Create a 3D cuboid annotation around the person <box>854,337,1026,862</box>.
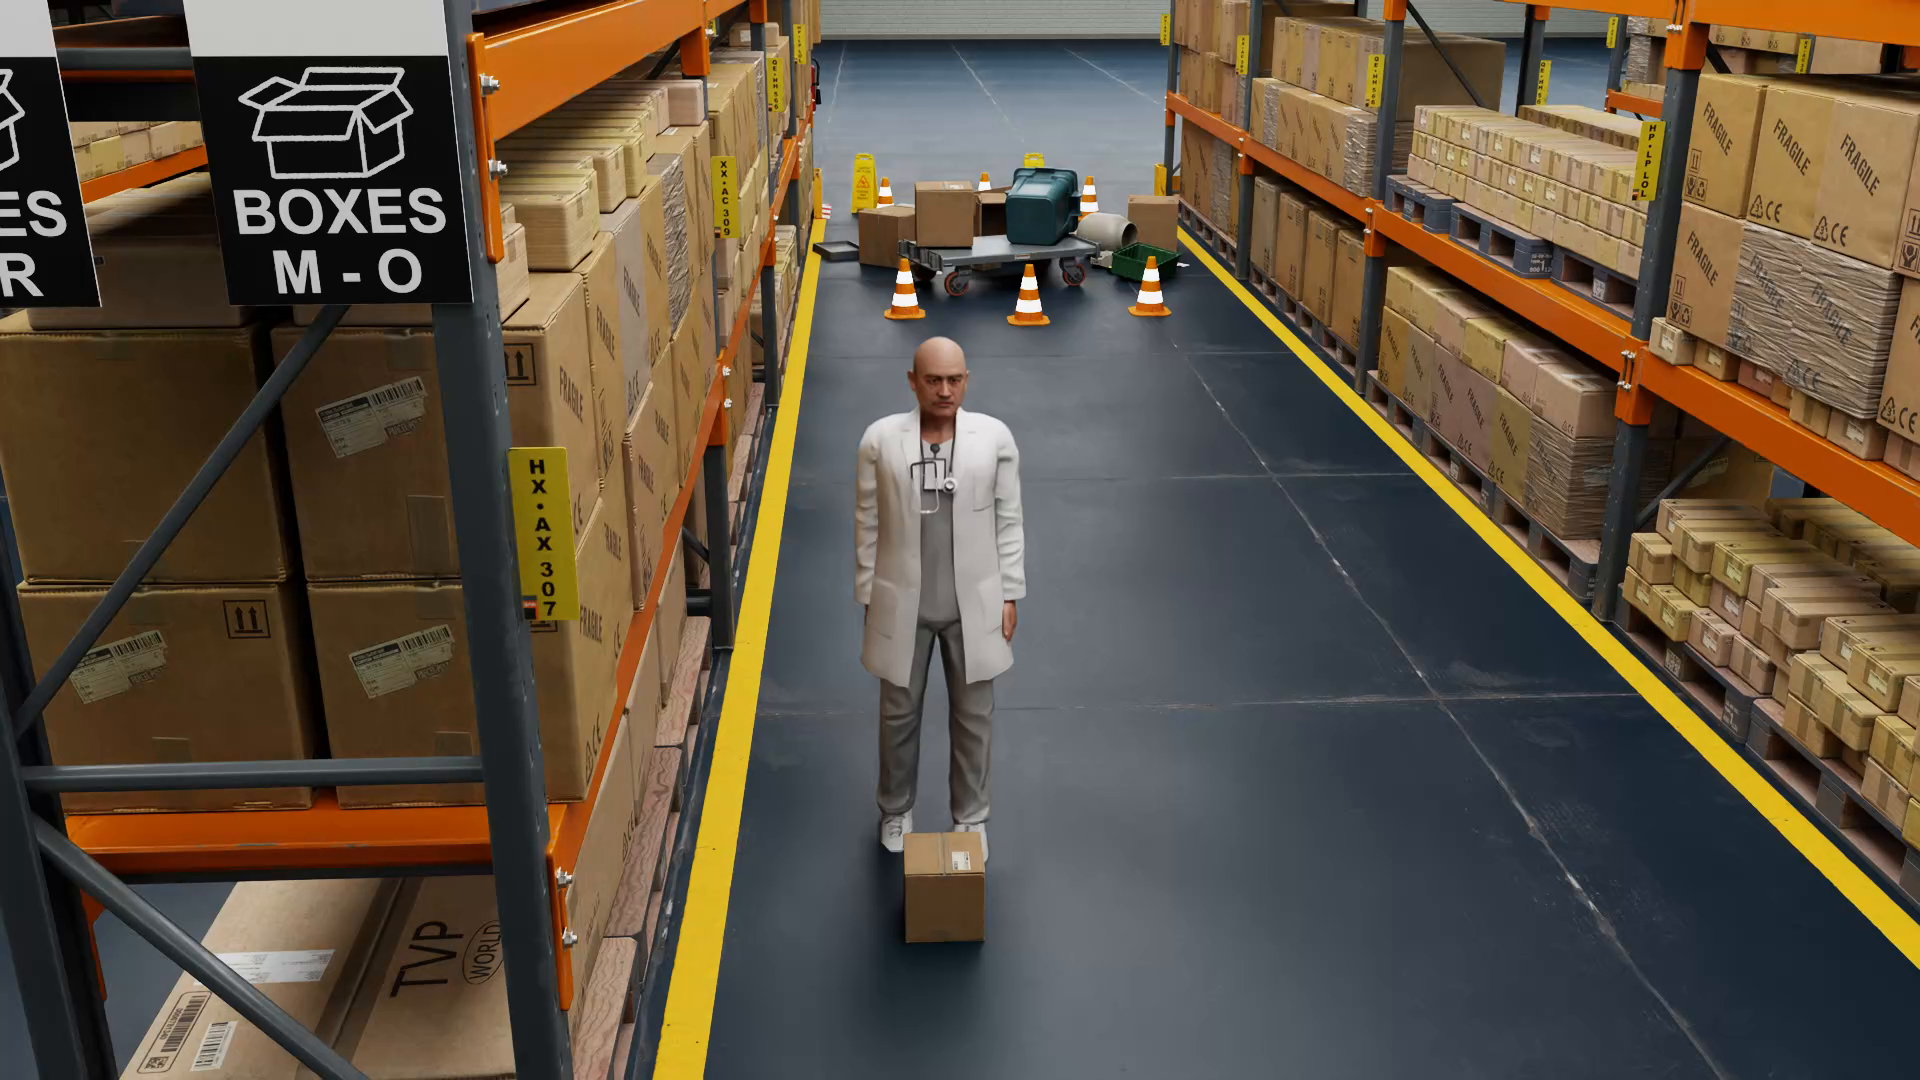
[{"bbox_3d":[-0.065,0.235,5.533,0.575,1.831,0.482,-1,20,-2],"label":"person"}]
